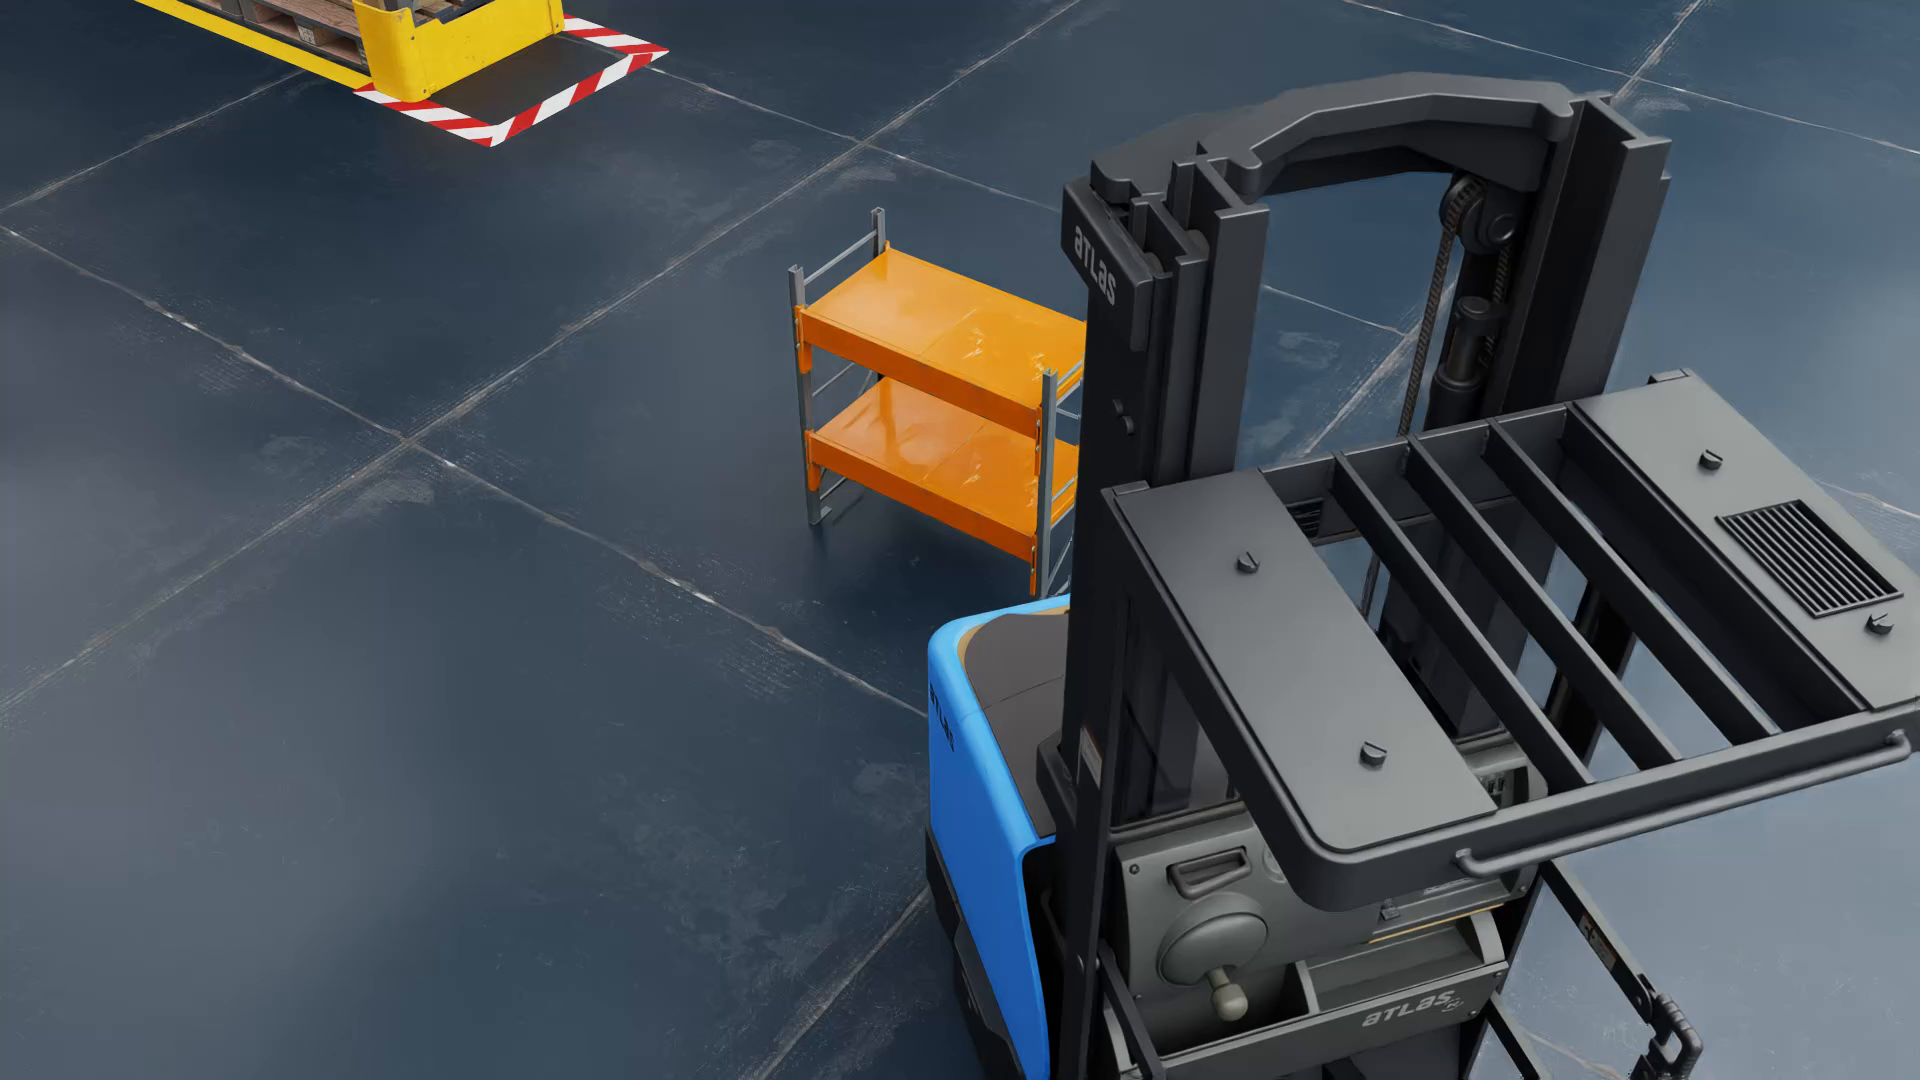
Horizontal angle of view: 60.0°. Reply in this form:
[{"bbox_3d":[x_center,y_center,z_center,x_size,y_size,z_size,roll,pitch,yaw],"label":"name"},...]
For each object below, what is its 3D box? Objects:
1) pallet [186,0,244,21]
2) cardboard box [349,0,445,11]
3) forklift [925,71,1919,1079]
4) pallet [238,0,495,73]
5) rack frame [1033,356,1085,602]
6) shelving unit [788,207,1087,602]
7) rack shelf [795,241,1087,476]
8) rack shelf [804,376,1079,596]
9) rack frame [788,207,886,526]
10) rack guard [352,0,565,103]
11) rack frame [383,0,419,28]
[{"bbox_3d":[-4.354,-3.571,10.083,1.213,0.211,1.003,25,48,25],"label":"pallet"},{"bbox_3d":[-3.154,-3.257,9.200,0.500,0.500,0.500,-33,51,-31],"label":"cardboard box"},{"bbox_3d":[0.828,0.771,3.191,1.130,2.935,3.031,-12,43,-13],"label":"forklift"},{"bbox_3d":[-3.359,-3.104,9.560,1.213,0.211,1.003,25,48,25],"label":"pallet"},{"bbox_3d":[0.411,-0.227,5.660,0.032,1.125,0.500,25,48,25],"label":"rack frame"},{"bbox_3d":[-0.006,-0.422,5.878,1.048,1.125,0.538,25,48,25],"label":"shelving unit"},{"bbox_3d":[-0.006,-0.640,5.683,1.000,0.278,0.538,25,48,25],"label":"rack shelf"},{"bbox_3d":[-0.006,-0.240,6.041,1.000,0.278,0.538,25,48,25],"label":"rack shelf"},{"bbox_3d":[-0.422,-0.616,6.095,0.032,1.125,0.500,25,48,25],"label":"rack frame"},{"bbox_3d":[-2.714,-2.881,9.095,0.348,0.500,1.175,25,48,25],"label":"rack guard"},{"bbox_3d":[-2.652,-3.784,8.229,0.127,3.000,1.000,25,48,25],"label":"rack frame"}]
